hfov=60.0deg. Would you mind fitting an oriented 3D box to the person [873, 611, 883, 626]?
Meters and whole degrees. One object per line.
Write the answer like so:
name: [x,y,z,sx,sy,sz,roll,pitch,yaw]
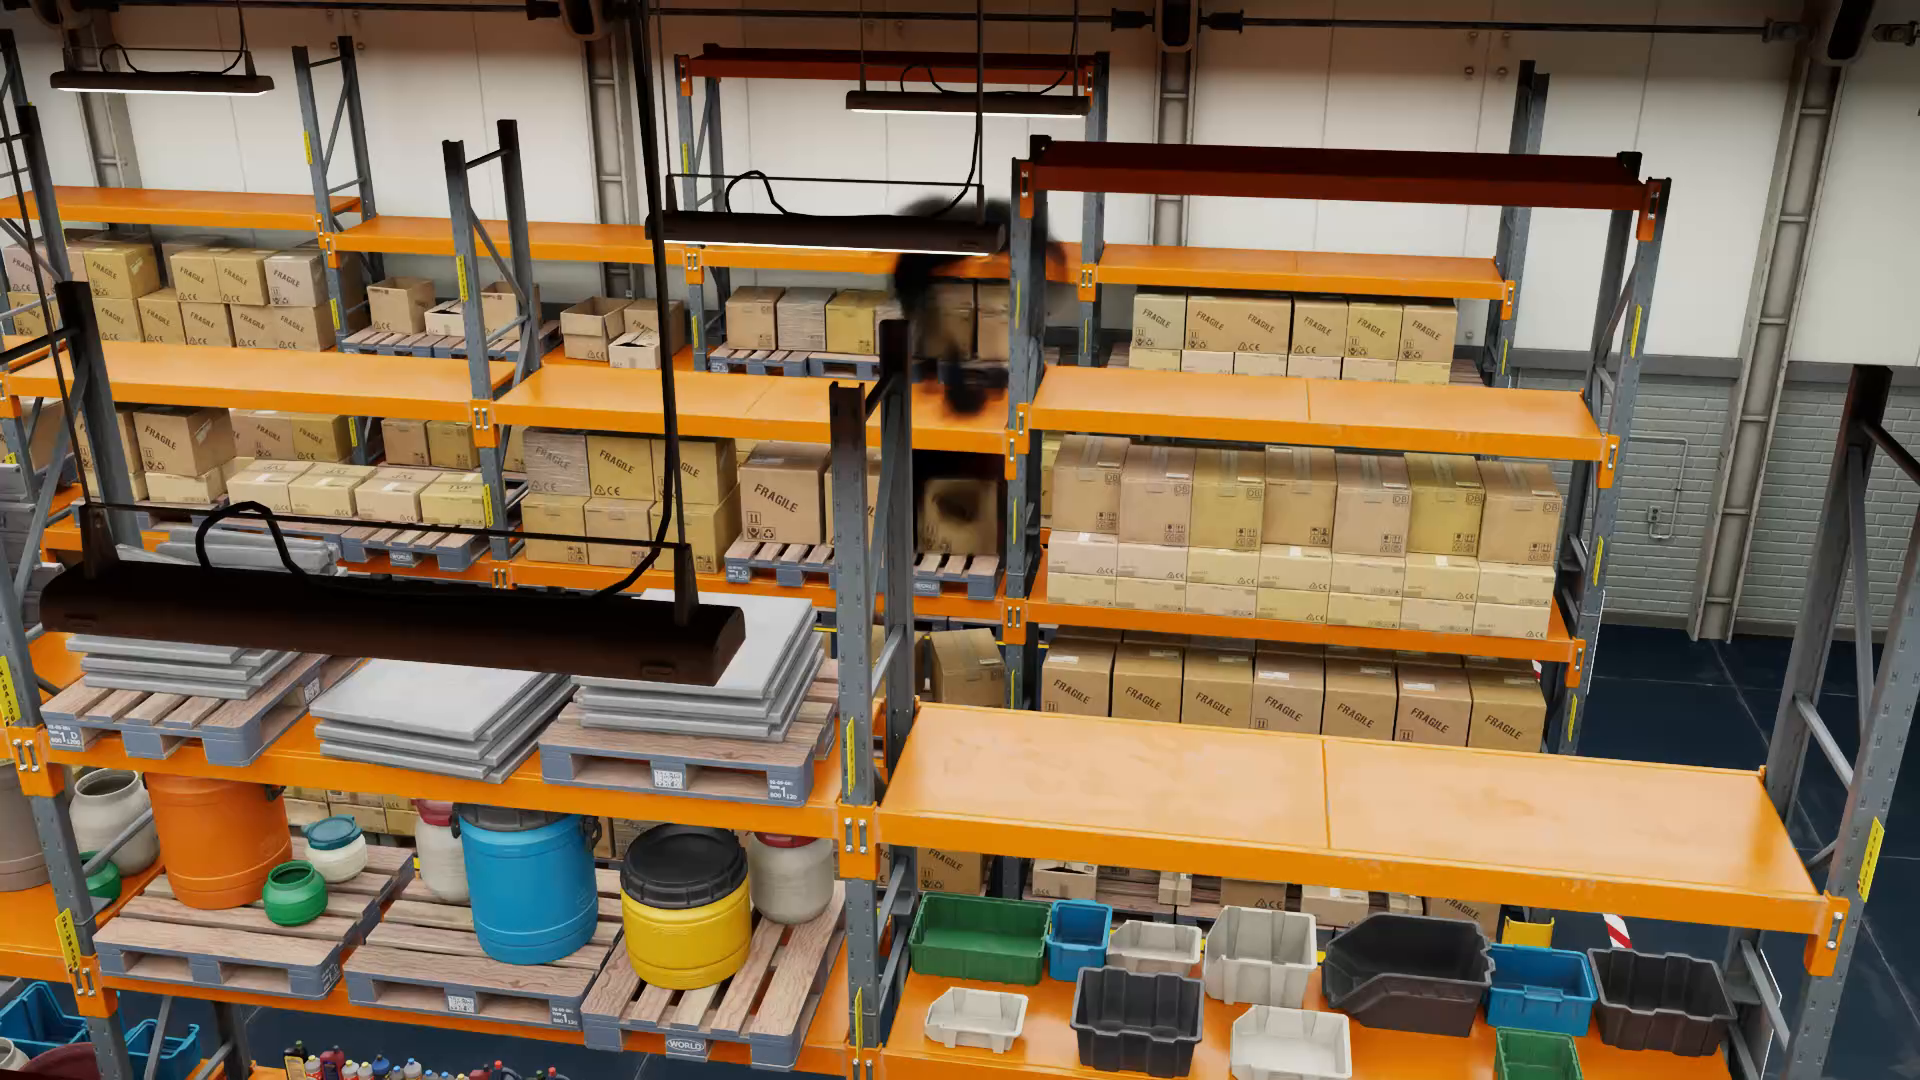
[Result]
person: [-0.748,1.369,15.087,0.820,1.611,0.525,5,23,11]
